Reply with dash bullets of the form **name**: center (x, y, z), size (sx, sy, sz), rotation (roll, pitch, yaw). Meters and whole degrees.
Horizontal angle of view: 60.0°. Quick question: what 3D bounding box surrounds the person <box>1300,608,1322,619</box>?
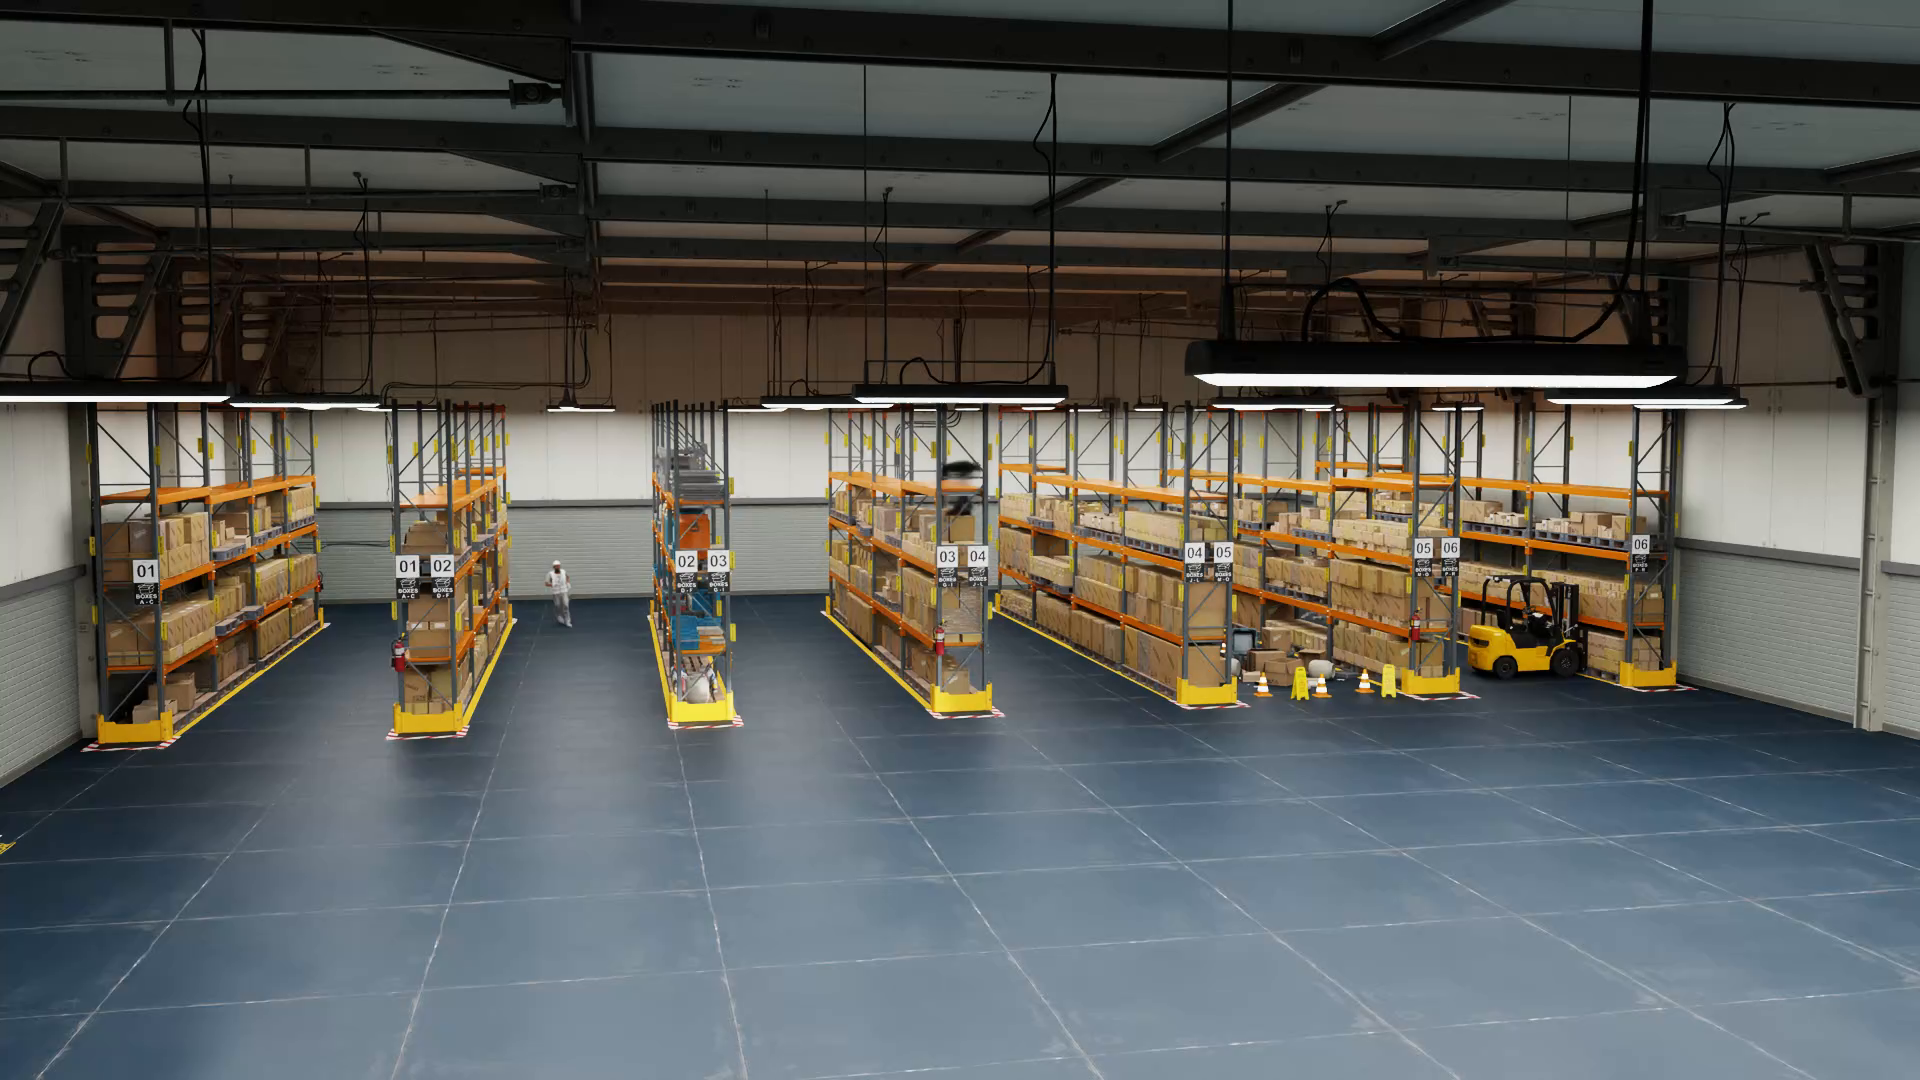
- **person**: center (9.768, 1.422, 46.492), size (0.569, 1.605, 0.910), rotation (-3, 5, -32)

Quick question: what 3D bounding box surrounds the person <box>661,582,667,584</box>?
- **person**: center (1.831, 1.863, 40.449), size (16.666, 1.653, 8.539), rotation (-2, 5, -21)

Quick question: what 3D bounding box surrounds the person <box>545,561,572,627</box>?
- **person**: center (-10.870, 1.435, 44.943), size (0.681, 1.766, 0.987), rotation (-2, 5, -24)
